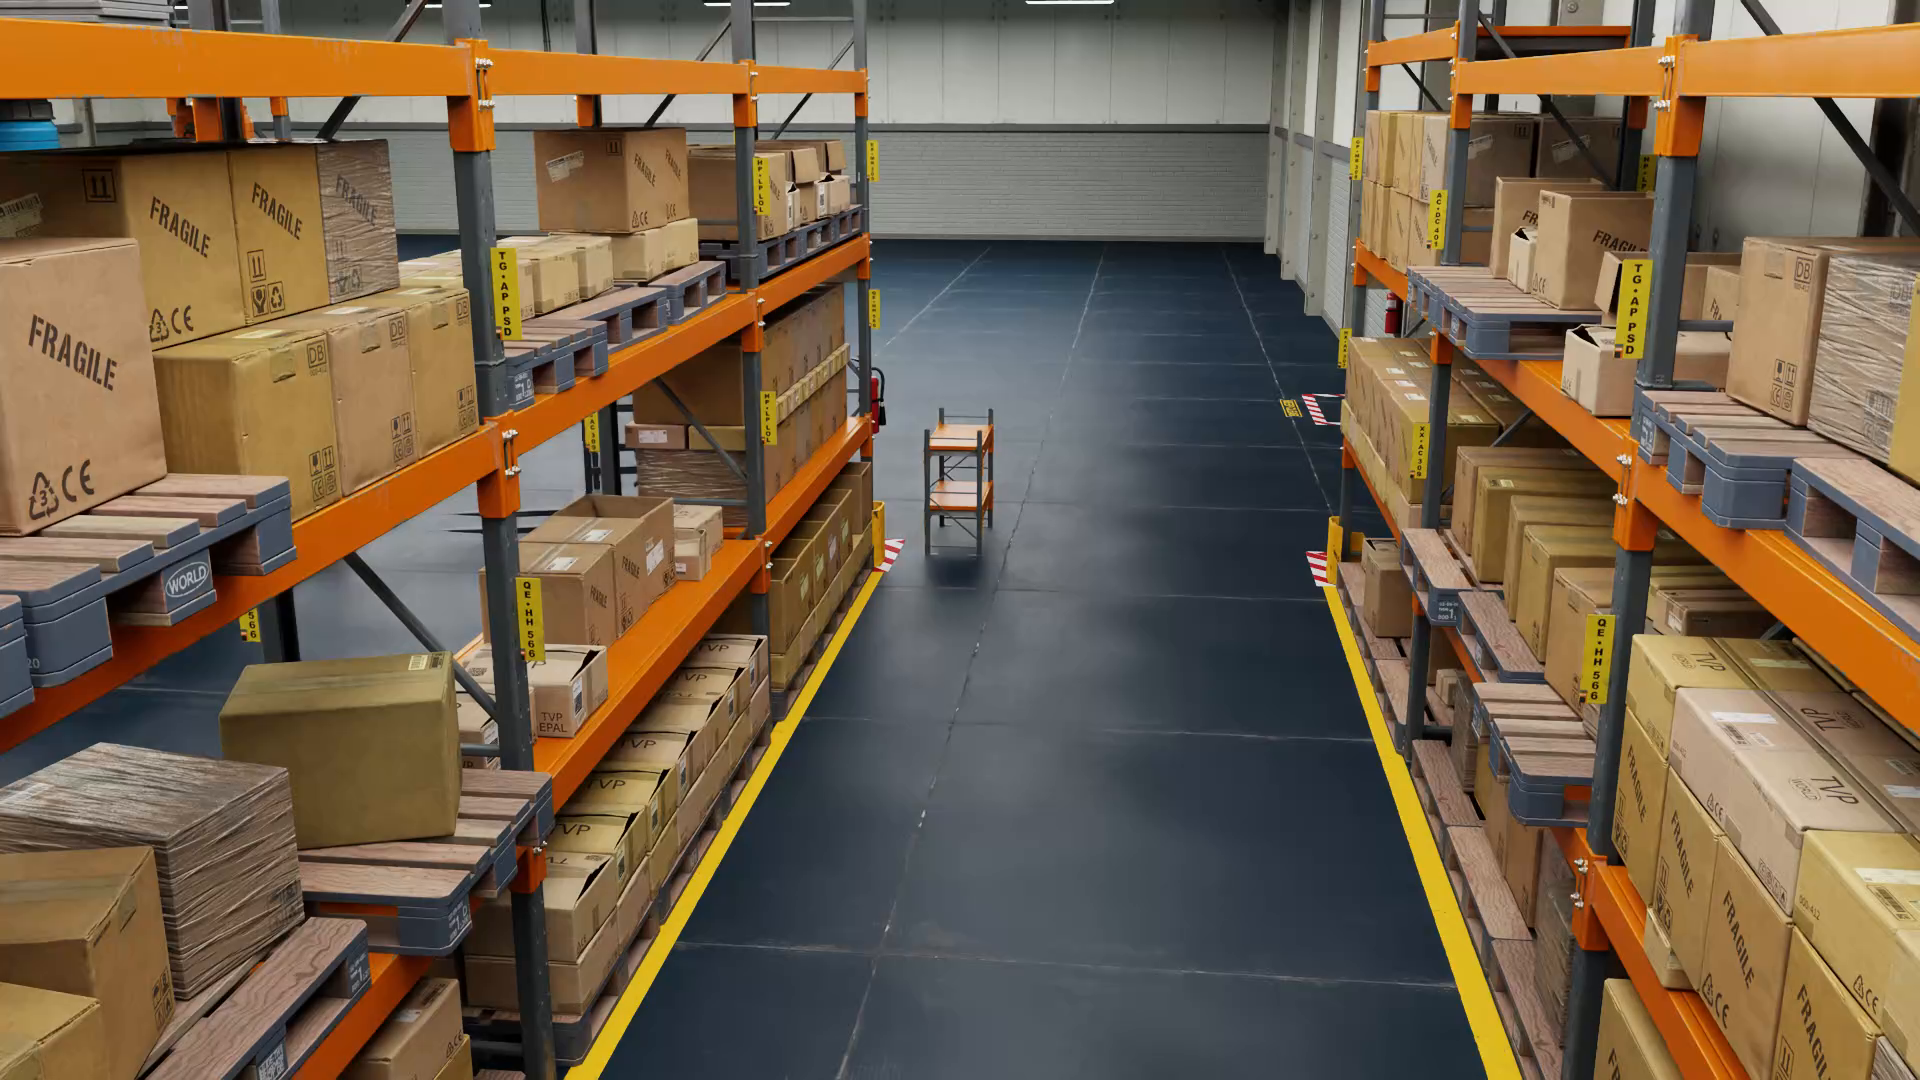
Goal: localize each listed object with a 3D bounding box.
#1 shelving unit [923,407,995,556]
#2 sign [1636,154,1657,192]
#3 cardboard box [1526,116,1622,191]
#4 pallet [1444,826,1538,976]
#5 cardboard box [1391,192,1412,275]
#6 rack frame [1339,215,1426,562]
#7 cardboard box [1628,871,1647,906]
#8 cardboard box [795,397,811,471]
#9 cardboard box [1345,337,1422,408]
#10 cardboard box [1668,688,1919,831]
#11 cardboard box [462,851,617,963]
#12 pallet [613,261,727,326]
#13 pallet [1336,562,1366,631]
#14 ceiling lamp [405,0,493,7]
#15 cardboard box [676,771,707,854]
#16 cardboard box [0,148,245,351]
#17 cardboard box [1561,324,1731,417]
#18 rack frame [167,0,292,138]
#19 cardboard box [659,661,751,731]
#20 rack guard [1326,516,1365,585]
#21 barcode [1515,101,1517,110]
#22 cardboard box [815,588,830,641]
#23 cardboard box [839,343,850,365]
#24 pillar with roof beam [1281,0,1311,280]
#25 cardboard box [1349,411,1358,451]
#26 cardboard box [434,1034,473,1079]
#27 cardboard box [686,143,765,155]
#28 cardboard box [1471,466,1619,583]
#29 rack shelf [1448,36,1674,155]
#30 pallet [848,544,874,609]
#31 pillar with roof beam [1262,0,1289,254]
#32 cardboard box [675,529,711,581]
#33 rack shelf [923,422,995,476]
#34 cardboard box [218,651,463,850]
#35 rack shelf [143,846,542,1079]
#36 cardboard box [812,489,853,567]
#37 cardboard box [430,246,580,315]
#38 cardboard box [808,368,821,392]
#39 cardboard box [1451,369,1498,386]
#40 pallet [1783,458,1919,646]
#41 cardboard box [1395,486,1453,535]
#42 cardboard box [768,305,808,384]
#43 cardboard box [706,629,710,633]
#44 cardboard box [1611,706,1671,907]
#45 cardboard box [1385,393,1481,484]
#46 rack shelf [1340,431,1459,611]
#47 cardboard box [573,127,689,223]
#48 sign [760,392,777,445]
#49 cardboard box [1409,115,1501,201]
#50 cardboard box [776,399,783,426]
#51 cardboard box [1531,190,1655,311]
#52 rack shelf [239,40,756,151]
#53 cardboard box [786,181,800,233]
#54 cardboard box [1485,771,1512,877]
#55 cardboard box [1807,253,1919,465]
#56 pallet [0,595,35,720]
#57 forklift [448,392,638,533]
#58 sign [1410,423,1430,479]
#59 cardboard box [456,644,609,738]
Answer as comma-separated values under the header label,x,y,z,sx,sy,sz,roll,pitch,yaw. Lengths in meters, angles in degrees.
label,x,y,z,sx,sy,sz,roll,pitch,yaw
shelving unit,-0.001,-0.541,15.009,0.538,1.125,1.048,2,15,6
sign,3.771,-1.958,9.165,0.100,0.325,0.005,2,15,6
cardboard box,3.558,-2.193,9.634,0.500,0.500,0.500,2,15,7
pallet,2.998,1.780,8.176,1.003,0.211,1.213,2,15,6
cardboard box,3.125,-2.005,10.856,0.500,0.500,0.500,1,15,4
rack frame,3.670,-1.123,13.569,1.000,3.000,0.127,2,15,6
cardboard box,2.500,1.142,5.635,0.380,0.149,0.250,1,15,5
cardboard box,-1.489,-0.794,12.160,0.700,0.500,0.500,2,15,8
cardboard box,3.318,-1.307,13.063,0.500,0.500,0.500,2,15,6
cardboard box,2.400,0.638,4.820,0.500,0.250,0.500,1,15,5
cardboard box,-1.804,1.534,7.133,0.500,0.311,0.500,2,15,8
pallet,-1.790,-1.357,9.054,0.805,0.209,1.217,1,15,4
pallet,3.535,0.452,13.085,1.003,0.211,1.213,2,15,6
ceiling lamp,-11.837,-13.979,38.436,2.000,3.185,0.800,2,15,6
cardboard box,-1.637,1.406,8.679,0.500,0.250,0.500,2,15,7
cardboard box,-2.325,-0.795,4.500,0.500,0.500,0.500,2,15,6
cardboard box,2.581,-0.658,6.233,0.500,0.311,0.500,2,15,6
rack frame,-6.173,-4.311,13.865,1.000,3.000,0.127,2,15,6
cardboard box,-1.517,0.872,9.580,0.500,0.311,0.500,2,15,8
rack guard,3.662,0.103,13.822,1.175,0.500,0.348,2,15,6
barcode,4.087,-3.193,12.220,0.001,0.075,0.075,2,15,6
cardboard box,-1.227,0.524,11.942,0.500,0.250,0.500,2,15,6
cardboard box,-1.106,-1.525,13.620,0.380,0.149,0.250,1,15,5
pillar with roof beam,2.882,-10.164,35.509,9.100,9.000,0.400,2,15,6
cardboard box,3.255,-0.808,12.653,0.500,0.250,0.500,1,15,5
cardboard box,-2.027,2.051,5.778,0.500,0.500,0.500,2,15,8
cardboard box,-1.711,-2.612,12.064,0.500,0.500,0.500,2,15,6
cardboard box,3.058,-0.071,8.642,0.700,0.500,0.500,3,15,12
rack shelf,2.993,-1.923,7.177,1.077,0.370,4.000,2,15,6
pallet,-1.297,0.278,13.731,1.003,0.211,1.213,2,15,6
pillar with roof beam,3.559,-11.720,41.264,9.100,9.000,0.548,2,15,6
cardboard box,-1.620,0.068,9.423,0.396,0.266,0.258,1,15,5
rack shelf,-0.001,-0.824,14.932,0.538,0.278,1.000,2,15,6
cardboard box,-2.114,0.722,5.748,0.700,0.500,0.500,-3,16,-13
rack shelf,-2.380,1.673,4.607,1.077,0.370,4.000,2,15,6
cardboard box,-1.115,-0.098,12.804,0.500,0.500,0.500,2,15,6
cardboard box,-2.042,-1.175,7.498,0.500,0.250,0.500,1,15,5
cardboard box,-1.251,-1.189,12.378,0.380,0.149,0.250,2,15,8
cardboard box,3.651,-0.899,11.552,0.500,0.500,0.500,2,15,7
pallet,2.625,0.054,3.832,1.003,0.211,1.213,2,15,9
cardboard box,2.971,-0.155,10.237,0.500,0.250,0.500,2,15,6
cardboard box,-1.490,-1.411,11.956,0.700,0.500,0.500,2,15,6
cardboard box,-1.868,0.767,11.041,0.500,0.250,0.500,2,15,6
cardboard box,2.459,0.869,5.403,0.500,0.500,0.500,2,15,8
cardboard box,3.016,-0.646,10.618,0.500,0.500,0.500,2,15,6
rack shelf,3.445,-0.257,11.745,1.077,0.370,4.000,2,15,6
cardboard box,-1.812,-2.012,9.156,0.500,0.500,0.500,2,15,7
sign,-1.163,-0.738,10.078,0.100,0.325,0.005,2,15,6
cardboard box,3.058,-2.355,10.234,0.500,0.500,0.500,3,15,9
cardboard box,-1.397,-0.856,11.147,0.380,0.149,0.250,2,15,6
cardboard box,2.939,-1.325,7.574,0.500,0.500,0.500,1,15,4
rack shelf,-1.929,-2.068,7.713,1.077,0.370,4.000,2,15,6
cardboard box,-1.324,-2.169,10.788,0.500,0.311,0.500,1,15,3
cardboard box,3.046,1.367,8.307,0.700,0.500,0.500,2,15,7
cardboard box,2.762,-0.490,4.448,0.700,0.500,0.500,1,15,3
pallet,-2.463,0.320,2.846,1.213,0.211,1.003,2,15,6
forklift,-3.054,-1.426,14.822,3.031,2.935,1.130,-2,15,-8
sign,2.679,-0.518,9.671,0.100,0.325,0.005,2,15,6
cardboard box,-1.861,0.624,7.280,0.500,0.311,0.500,2,15,6
